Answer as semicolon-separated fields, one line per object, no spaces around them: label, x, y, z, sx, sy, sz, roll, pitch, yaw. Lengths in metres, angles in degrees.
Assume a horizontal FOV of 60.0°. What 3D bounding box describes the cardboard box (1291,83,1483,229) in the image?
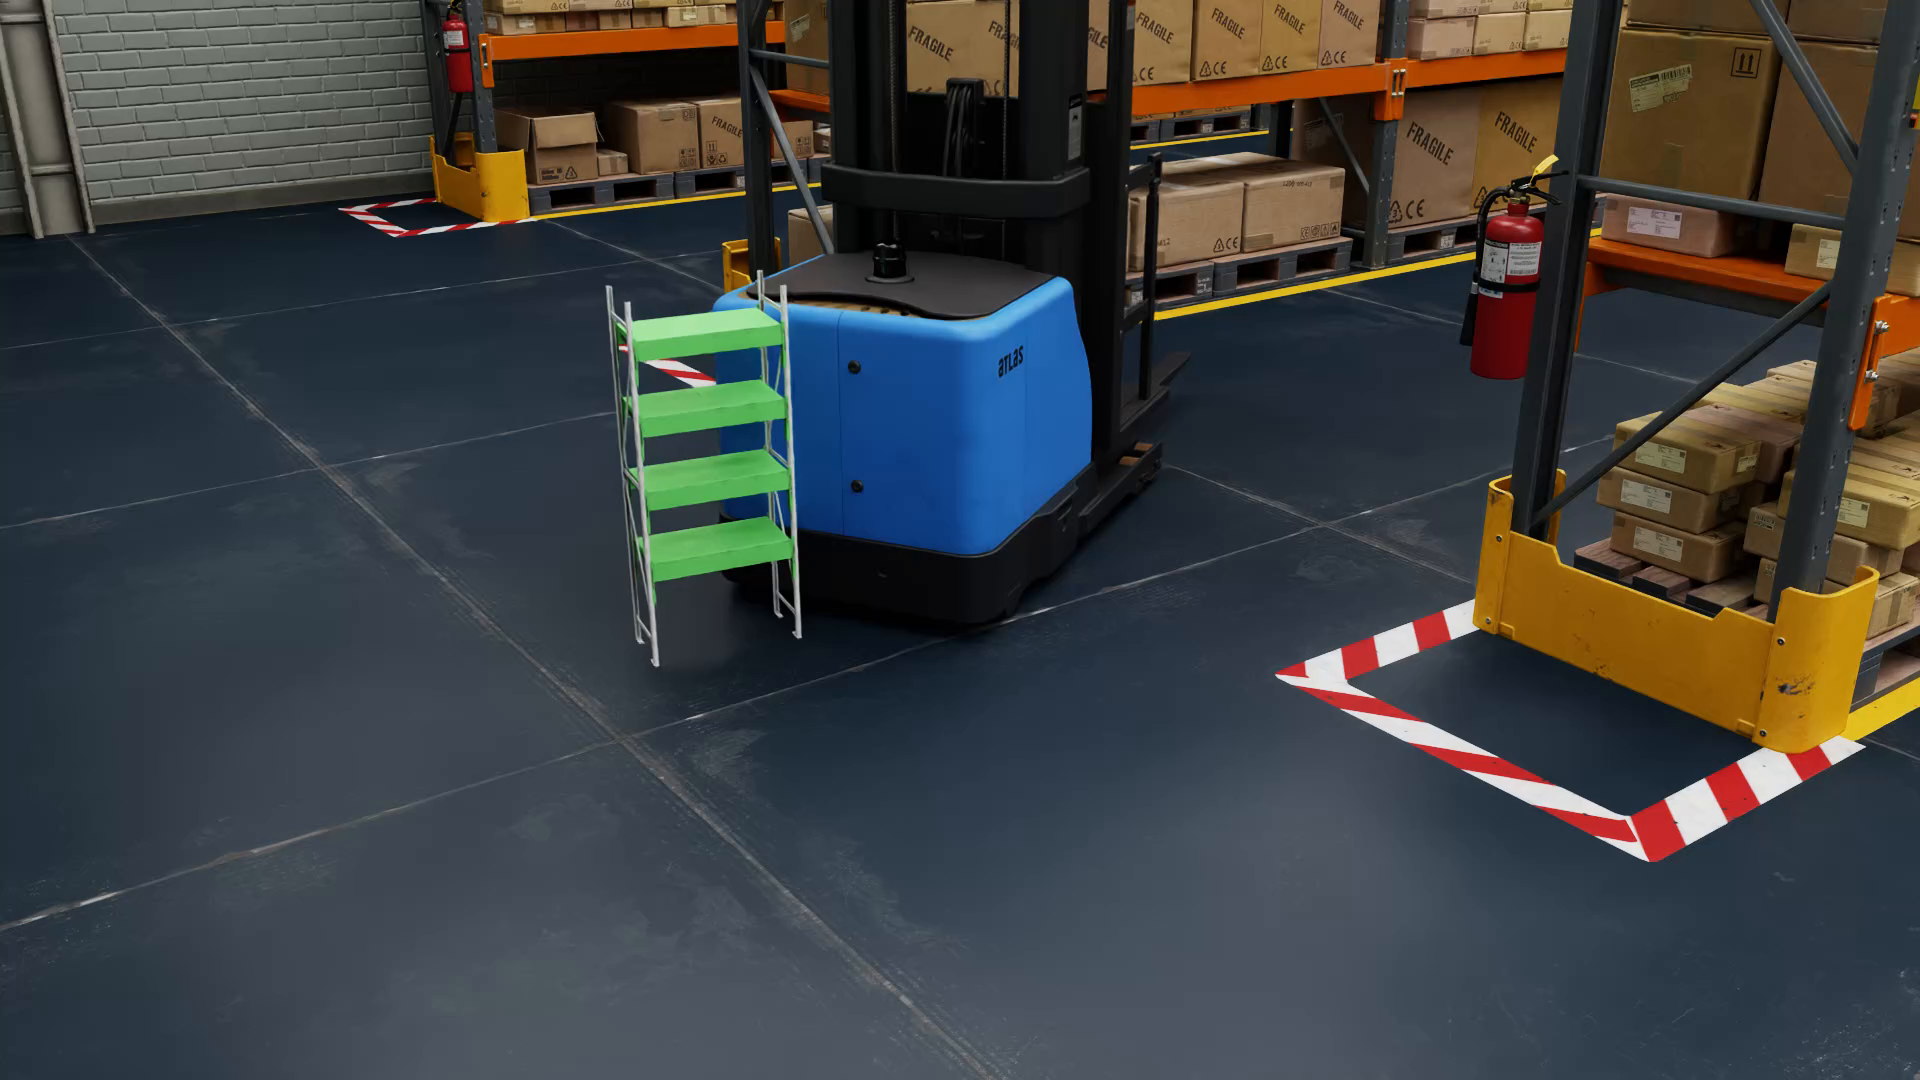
cardboard box;2.875;-2.656;11.306;0.875;0.875;0.875;-14;26;-31

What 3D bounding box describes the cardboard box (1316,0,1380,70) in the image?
cardboard box;2.191;-3.159;10.131;0.500;0.500;0.500;-15;26;-32

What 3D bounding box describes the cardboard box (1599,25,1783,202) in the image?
cardboard box;2.359;-1.316;5.111;0.500;0.500;0.500;-14;26;-32

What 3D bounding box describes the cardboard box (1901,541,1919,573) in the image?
cardboard box;2.975;-0.044;5.339;0.250;0.149;0.380;-15;26;-33

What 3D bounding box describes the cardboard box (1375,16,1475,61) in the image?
cardboard box;2.930;-3.236;10.661;0.500;0.250;0.500;-16;27;-34

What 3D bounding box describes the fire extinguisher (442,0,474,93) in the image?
fire extinguisher;-3.580;-3.537;11.820;0.183;0.674;0.296;-15;26;-33

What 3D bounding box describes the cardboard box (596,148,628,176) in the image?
cardboard box;-2.811;-2.972;13.076;0.250;0.149;0.380;-16;27;-35

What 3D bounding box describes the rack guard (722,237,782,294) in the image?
rack guard;-0.848;-1.258;8.874;0.348;0.500;1.175;-15;26;-33

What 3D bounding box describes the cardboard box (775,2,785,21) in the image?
cardboard box;-1.410;-4.282;13.419;0.250;0.149;0.380;-15;26;-34

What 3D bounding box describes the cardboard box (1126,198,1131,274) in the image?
cardboard box;0.387;-1.803;9.757;0.875;0.438;0.875;-14;26;-31

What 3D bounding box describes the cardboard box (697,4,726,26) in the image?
cardboard box;-2.027;-4.116;13.002;0.250;0.149;0.380;-14;26;-32

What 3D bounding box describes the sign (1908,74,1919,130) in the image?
sign;2.461;-1.196;4.177;0.005;0.325;0.100;-15;26;-33

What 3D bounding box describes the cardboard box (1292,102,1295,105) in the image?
cardboard box;3.278;-4.871;17.194;0.625;0.625;0.875;-14;26;-31

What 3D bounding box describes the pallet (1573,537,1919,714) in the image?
pallet;2.886;0.157;5.719;1.213;0.211;1.003;-15;26;-33

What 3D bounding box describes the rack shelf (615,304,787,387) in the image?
rack shelf;-0.811;-0.612;5.182;0.480;0.148;0.258;-10;24;-23

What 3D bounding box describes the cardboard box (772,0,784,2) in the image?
cardboard box;-1.565;-4.450;13.303;0.500;0.250;0.500;-15;26;-33

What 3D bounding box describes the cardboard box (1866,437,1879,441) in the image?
cardboard box;3.105;-0.306;5.995;0.250;0.149;0.380;-15;26;-33

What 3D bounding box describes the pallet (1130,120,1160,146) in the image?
pallet;1.146;-3.940;15.986;1.213;0.211;1.003;-15;26;-33

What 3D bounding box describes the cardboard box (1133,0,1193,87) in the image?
cardboard box;0.943;-2.824;9.291;0.500;0.500;0.500;-14;26;-31

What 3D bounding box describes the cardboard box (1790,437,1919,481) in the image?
cardboard box;2.921;-0.211;5.355;0.250;0.149;0.380;-14;26;-32

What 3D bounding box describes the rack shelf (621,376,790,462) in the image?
rack shelf;-0.810;-0.389;5.272;0.480;0.148;0.258;-10;24;-23

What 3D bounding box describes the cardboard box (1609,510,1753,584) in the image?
cardboard box;2.450;-0.004;5.640;0.250;0.149;0.380;-14;26;-32

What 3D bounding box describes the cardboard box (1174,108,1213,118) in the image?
cardboard box;2.133;-4.421;16.234;0.500;0.500;0.500;-15;26;-34

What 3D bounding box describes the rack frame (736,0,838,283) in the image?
rack frame;-0.829;-2.424;8.424;0.127;3.000;1.000;-15;26;-33

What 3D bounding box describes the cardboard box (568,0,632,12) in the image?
cardboard box;-2.796;-4.112;12.454;0.500;0.250;0.500;-15;26;-32

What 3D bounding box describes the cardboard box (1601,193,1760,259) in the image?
cardboard box;2.244;-0.996;5.183;0.250;0.149;0.380;-15;26;-33

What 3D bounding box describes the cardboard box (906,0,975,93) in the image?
cardboard box;-0.271;-2.488;8.449;0.500;0.500;0.500;-15;26;-33

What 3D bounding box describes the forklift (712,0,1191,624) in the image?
forklift;0.207;-1.597;6.443;1.130;2.935;3.031;9;24;22

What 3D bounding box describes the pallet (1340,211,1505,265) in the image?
pallet;3.001;-2.185;11.586;1.213;0.211;1.003;-15;26;-33

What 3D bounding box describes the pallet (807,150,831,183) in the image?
pallet;-1.042;-3.339;14.479;1.213;0.211;1.003;-15;26;-33

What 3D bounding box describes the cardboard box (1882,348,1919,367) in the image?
cardboard box;3.707;-0.627;6.398;0.250;0.149;0.380;-15;26;-33

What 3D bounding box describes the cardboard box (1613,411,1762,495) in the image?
cardboard box;2.426;-0.295;5.565;0.250;0.149;0.380;-15;26;-32

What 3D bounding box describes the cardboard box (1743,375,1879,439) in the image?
cardboard box;3.047;-0.463;5.987;0.250;0.149;0.380;-16;27;-35

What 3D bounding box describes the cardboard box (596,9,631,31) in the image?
cardboard box;-2.690;-3.961;12.615;0.250;0.149;0.380;-14;26;-31

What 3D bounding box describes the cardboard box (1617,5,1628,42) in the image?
cardboard box;4.583;-3.679;11.771;0.500;0.250;0.500;-15;26;-33

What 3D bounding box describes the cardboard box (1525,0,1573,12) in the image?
cardboard box;3.772;-3.685;11.113;0.500;0.250;0.500;-15;26;-32

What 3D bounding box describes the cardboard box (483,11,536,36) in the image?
cardboard box;-3.304;-3.789;12.182;0.250;0.149;0.380;-15;26;-33

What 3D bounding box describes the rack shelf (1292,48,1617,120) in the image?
rack shelf;4.042;-3.389;11.812;4.000;0.370;1.077;-15;26;-33

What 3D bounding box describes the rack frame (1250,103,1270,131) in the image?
rack frame;2.763;-5.648;16.504;0.127;3.000;1.000;-15;26;-33

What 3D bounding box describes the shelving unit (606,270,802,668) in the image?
shelving unit;-0.810;-0.226;5.339;0.503;1.200;0.258;-10;24;-23

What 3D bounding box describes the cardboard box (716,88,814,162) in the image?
cardboard box;-1.620;-3.453;13.808;0.500;0.500;0.700;-16;27;-35
